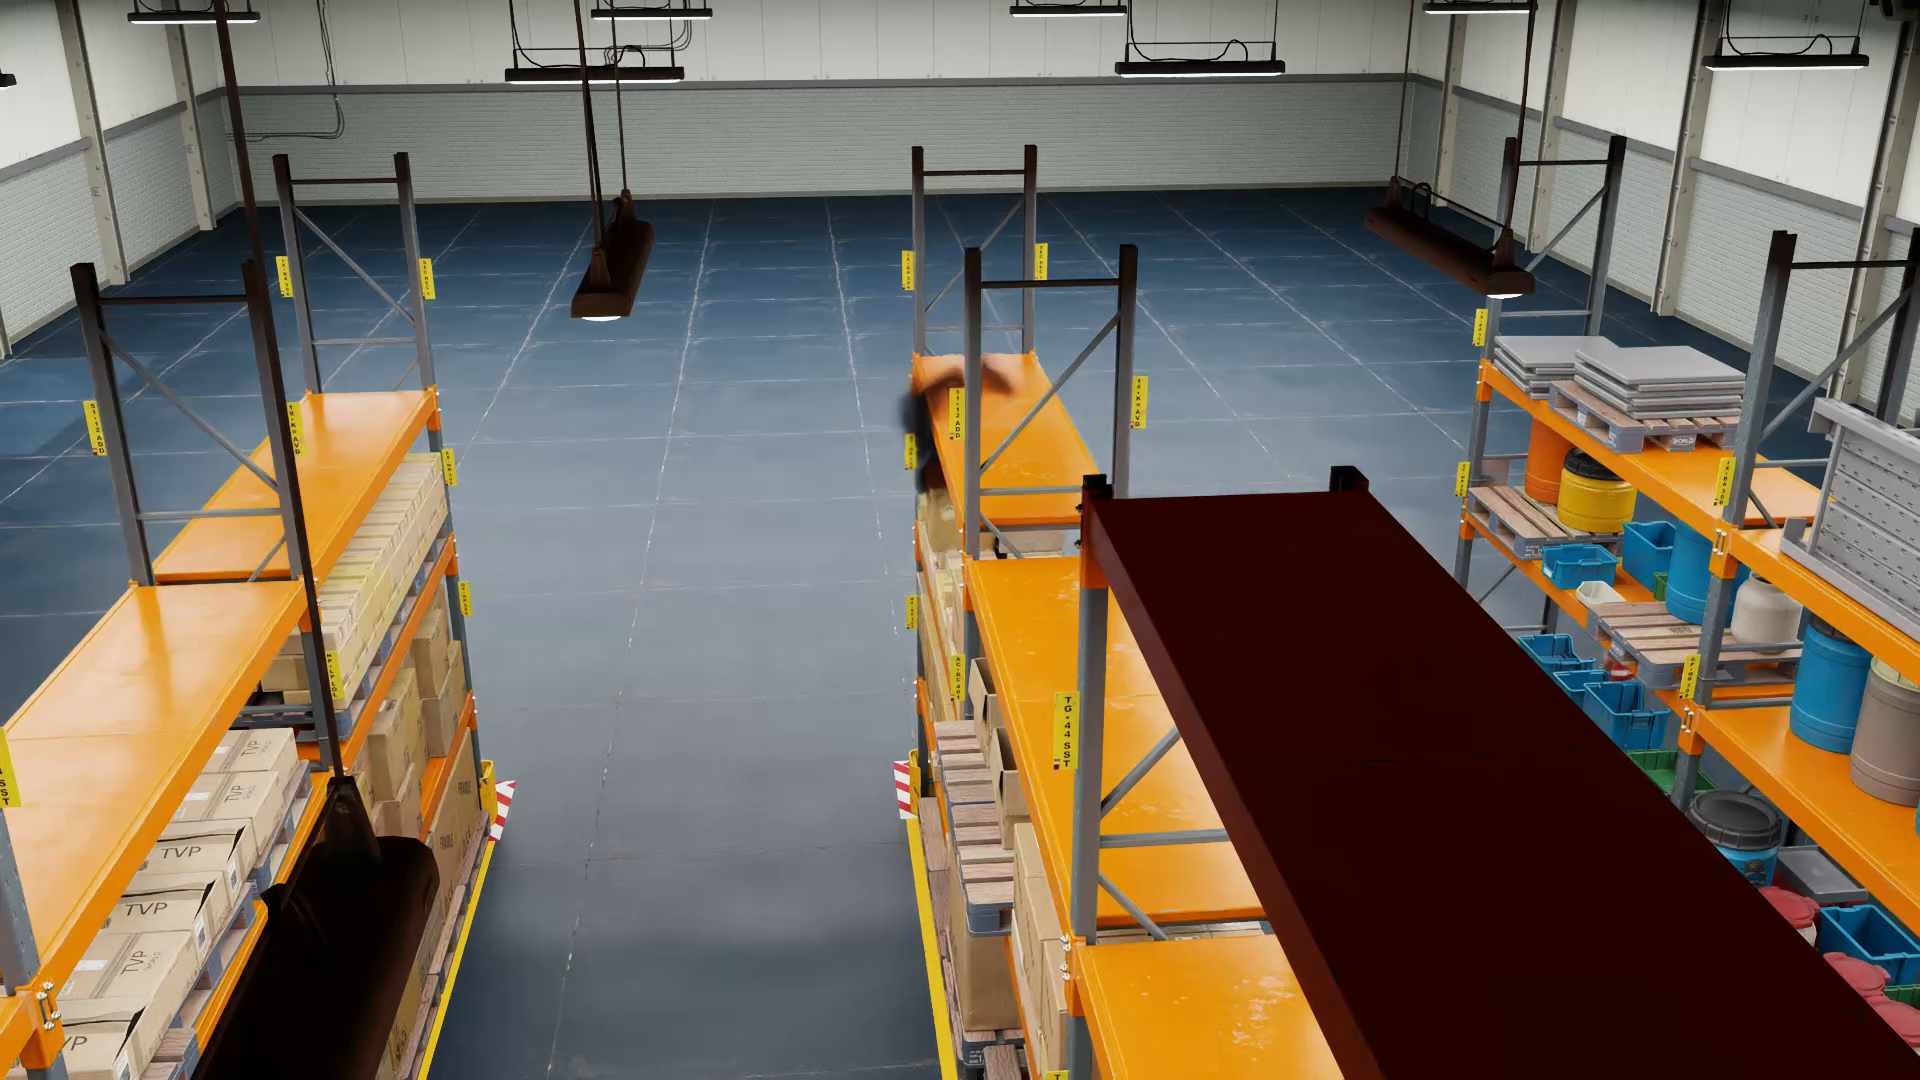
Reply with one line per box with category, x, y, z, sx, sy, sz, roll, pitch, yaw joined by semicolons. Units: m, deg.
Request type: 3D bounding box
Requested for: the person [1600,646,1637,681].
person;6.314;1.316;15.953;0.719;1.781;0.675;-8;23;-18
